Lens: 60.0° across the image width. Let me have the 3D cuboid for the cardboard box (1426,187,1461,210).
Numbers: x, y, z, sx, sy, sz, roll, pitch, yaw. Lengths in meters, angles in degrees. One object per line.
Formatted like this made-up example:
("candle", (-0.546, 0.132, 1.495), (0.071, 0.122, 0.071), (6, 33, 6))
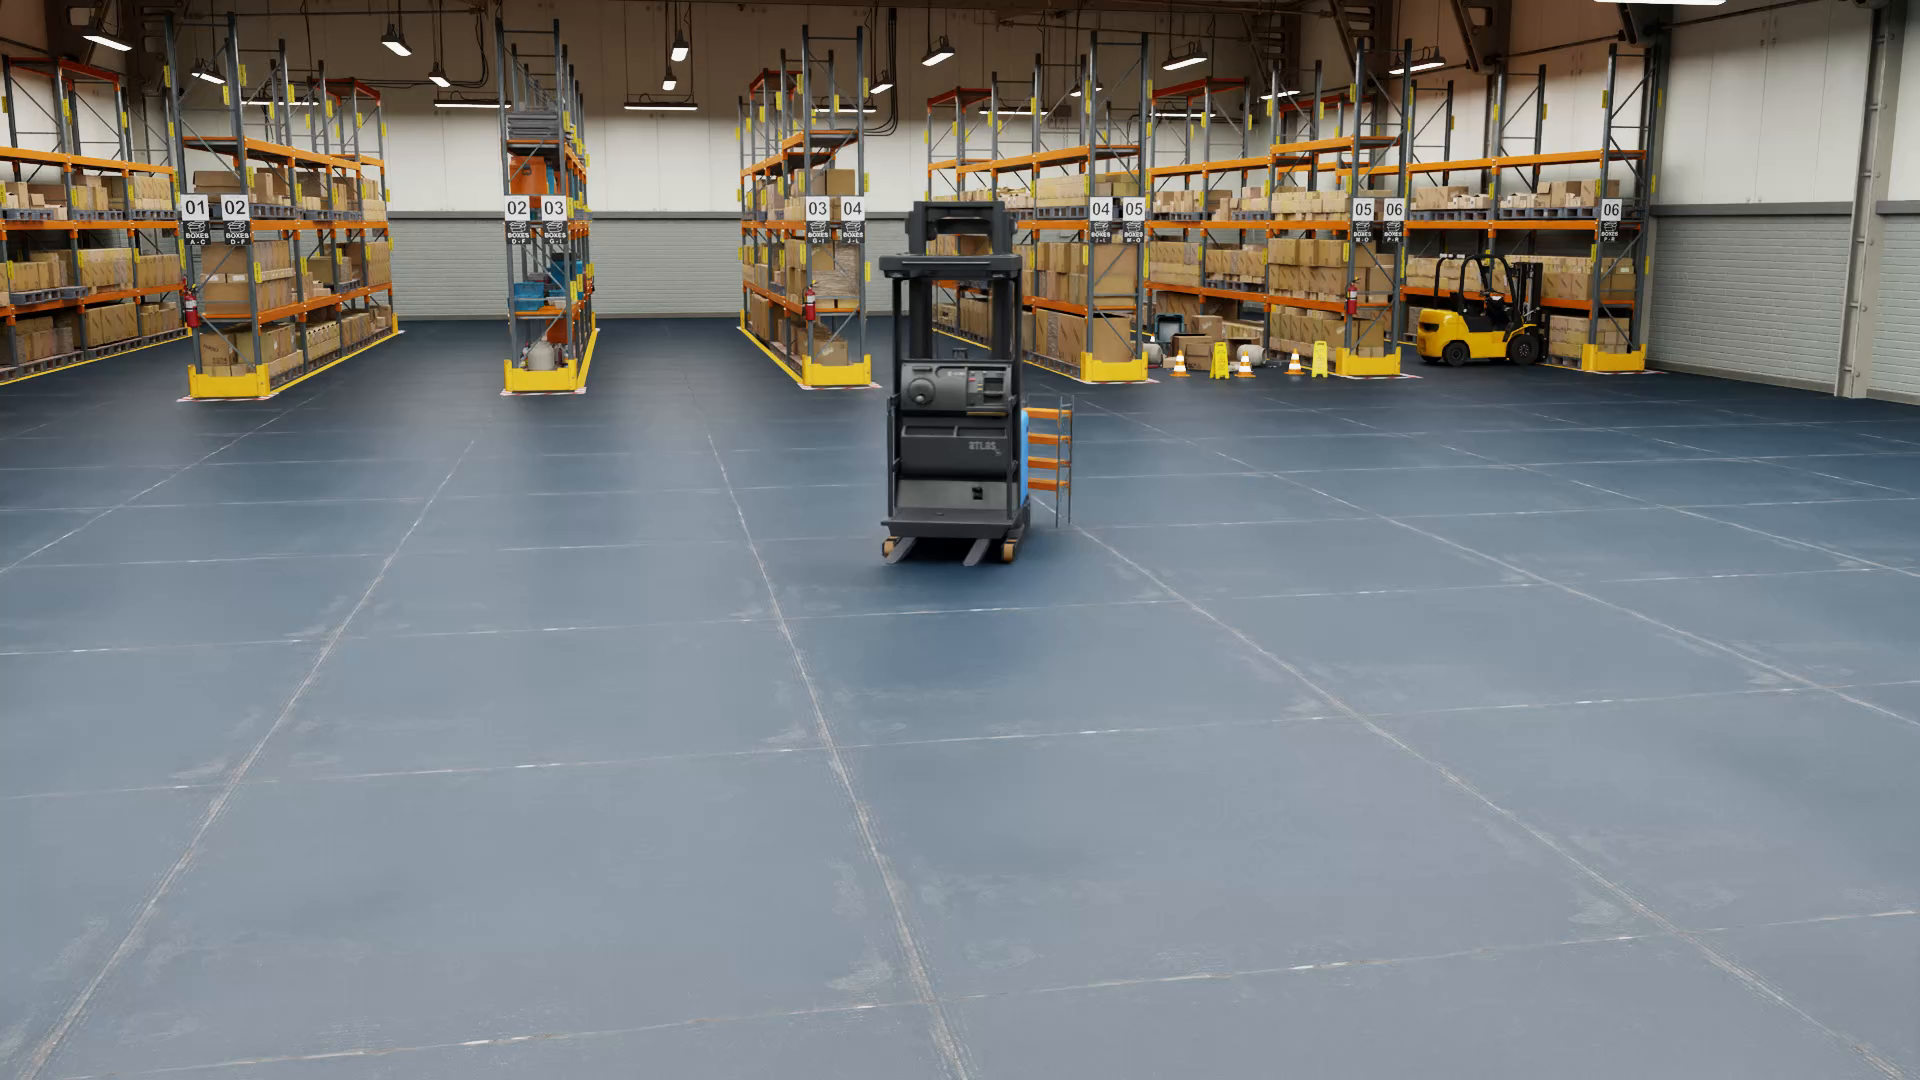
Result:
("cardboard box", (10.997, -7.738, 37.647), (0.700, 0.500, 0.500), (-2, 11, -12))

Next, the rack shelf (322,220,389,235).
("rack shelf", (-14.575, -7.510, 40.031), (1.077, 0.370, 4.000), (-2, 11, -11))

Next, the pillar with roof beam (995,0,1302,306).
("pillar with roof beam", (5.480, -10.975, 48.293), (9.100, 9.000, 0.548), (-2, 11, -11))

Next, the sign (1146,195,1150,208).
("sign", (4.709, -8.489, 41.656), (0.100, 0.325, 0.005), (-2, 11, -11))

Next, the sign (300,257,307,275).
("sign", (-12.086, -5.040, 30.627), (0.100, 0.325, 0.005), (-2, 11, -11))

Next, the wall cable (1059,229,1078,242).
("wall cable", (3.355, -9.024, 51.285), (0.585, 1.953, 0.123), (-2, 11, -11))

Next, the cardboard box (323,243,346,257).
("cardboard box", (-14.538, -6.646, 38.652), (0.500, 0.500, 0.500), (-2, 11, -11))

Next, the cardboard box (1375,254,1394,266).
("cardboard box", (10.400, -6.740, 40.686), (0.797, 0.503, 0.637), (-2, 11, -12))

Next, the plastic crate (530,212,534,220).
("plastic crate", (-7.658, -5.806, 29.198), (0.392, 0.384, 0.575), (-2, 11, -11))

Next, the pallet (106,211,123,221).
("pallet", (-18.817, -7.055, 36.230), (0.805, 0.209, 1.217), (-3, 11, -13))

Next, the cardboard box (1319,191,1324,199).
("cardboard box", (7.087, -6.572, 31.721), (0.380, 0.149, 0.250), (-2, 11, -13))

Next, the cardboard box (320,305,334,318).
("cardboard box", (-14.038, -5.006, 36.480), (0.500, 0.250, 0.500), (-2, 11, -12))

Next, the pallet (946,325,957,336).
("pallet", (0.252, -5.296, 41.958), (1.003, 0.211, 1.213), (-2, 11, -11))

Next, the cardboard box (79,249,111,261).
("cardboard box", (-18.413, -6.058, 35.380), (0.500, 0.250, 0.500), (-2, 11, -12))

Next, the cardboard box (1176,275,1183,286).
("cardboard box", (5.481, -6.205, 39.674), (0.500, 0.250, 0.500), (-2, 11, -12))

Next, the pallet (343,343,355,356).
("pallet", (-13.516, -4.058, 35.450), (1.003, 0.211, 1.213), (-2, 11, -11))

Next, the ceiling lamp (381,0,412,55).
("ceiling lamp", (-9.952, -10.443, 29.885), (0.800, 3.185, 2.000), (-2, 11, -11))

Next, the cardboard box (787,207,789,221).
("cardboard box", (-2.968, -6.126, 31.239), (0.500, 0.250, 0.500), (-2, 11, -12))

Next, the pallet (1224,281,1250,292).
("pallet", (6.456, -5.553, 36.363), (1.003, 0.211, 1.213), (-2, 11, -11))

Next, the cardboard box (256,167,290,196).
("cardboard box", (-12.711, -6.645, 30.834), (0.500, 0.500, 0.500), (-2, 11, -10))

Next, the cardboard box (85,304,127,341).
("cardboard box", (-18.614, -4.715, 36.071), (0.750, 0.750, 0.750), (-2, 11, -9))

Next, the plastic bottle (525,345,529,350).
("plastic bottle", (-7.901, -3.374, 30.309), (0.144, 0.351, 0.185), (-2, 11, -11))

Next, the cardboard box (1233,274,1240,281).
("cardboard box", (6.179, -5.727, 36.314), (0.380, 0.149, 0.250), (-2, 11, -9))

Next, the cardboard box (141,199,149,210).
("cardboard box", (-19.005, -7.727, 38.262), (0.500, 0.250, 0.500), (-2, 11, -12))

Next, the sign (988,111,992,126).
("sign", (0.665, -9.234, 36.433), (0.100, 0.325, 0.005), (-2, 11, -11))

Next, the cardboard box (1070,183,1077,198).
("cardboard box", (2.285, -6.316, 30.051), (0.500, 0.250, 0.500), (-2, 11, -11))

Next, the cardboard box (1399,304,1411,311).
("cardboard box", (10.555, -5.569, 39.758), (0.380, 0.149, 0.250), (-3, 11, -14))

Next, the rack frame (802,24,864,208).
("rack frame", (-2.134, -7.128, 28.082), (1.000, 3.000, 0.127), (-2, 11, -11))

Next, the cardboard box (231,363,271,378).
("cardboard box", (-11.738, -2.784, 27.531), (0.500, 0.250, 0.500), (-2, 11, -11))

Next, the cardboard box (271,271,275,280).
("cardboard box", (-12.015, -4.551, 28.584), (0.380, 0.149, 0.250), (-2, 11, -10))

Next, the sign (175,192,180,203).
("sign", (-19.287, -8.462, 40.956), (0.100, 0.325, 0.005), (-2, 11, -11))

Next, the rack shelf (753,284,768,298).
("rack shelf", (-4.079, -5.662, 38.346), (1.077, 0.370, 4.000), (-2, 11, -11))

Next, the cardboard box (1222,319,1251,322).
("cardboard box", (6.131, -4.820, 37.905), (0.950, 0.372, 0.625), (-3, 11, -15))

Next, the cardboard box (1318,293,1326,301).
("cardboard box", (7.038, -4.616, 31.596), (0.380, 0.149, 0.250), (-2, 11, -10))

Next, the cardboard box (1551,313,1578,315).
("cardboard box", (12.267, -4.443, 33.572), (0.500, 0.250, 0.500), (-2, 11, -12))

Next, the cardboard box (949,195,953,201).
("cardboard box", (-0.062, -8.524, 41.435), (0.380, 0.149, 0.250), (-2, 11, -11))

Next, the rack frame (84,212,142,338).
("rack frame", (-19.044, -5.842, 37.367), (1.000, 3.000, 0.127), (-2, 11, -11))

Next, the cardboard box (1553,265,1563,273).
("cardboard box", (11.908, -5.333, 32.691), (0.380, 0.149, 0.250), (-2, 11, -13))

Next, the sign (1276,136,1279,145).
("sign", (8.811, -11.083, 46.147), (0.100, 0.325, 0.005), (-2, 11, -11))

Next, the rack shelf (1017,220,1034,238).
("rack shelf", (1.584, -6.564, 35.062), (1.077, 0.370, 4.000), (-2, 11, -11))

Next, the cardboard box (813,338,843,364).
("cardboard box", (-2.389, -3.383, 30.012), (0.500, 0.500, 0.500), (1, 11, 4))

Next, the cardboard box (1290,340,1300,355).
("cardboard box", (6.880, -3.818, 32.966), (0.500, 0.250, 0.500), (-2, 11, -12))

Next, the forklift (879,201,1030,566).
("forklift", (-0.055, -1.317, 13.777), (1.130, 2.935, 3.031), (1, 11, 7))

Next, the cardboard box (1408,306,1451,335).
("cardboard box", (11.007, -5.115, 38.776), (0.875, 0.625, 0.625), (-2, 11, -9))

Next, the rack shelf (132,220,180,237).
("rack shelf", (-19.433, -7.329, 39.081), (1.077, 0.370, 4.000), (-2, 11, -11))

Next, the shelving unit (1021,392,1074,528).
("shelving unit", (0.761, -0.747, 15.393), (0.503, 1.200, 0.258), (7, 11, 33))

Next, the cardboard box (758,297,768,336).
("cardboard box", (-3.969, -5.102, 38.041), (1.225, 0.875, 0.875), (-2, 11, -11))

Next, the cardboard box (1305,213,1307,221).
("cardboard box", (6.929, -6.276, 32.298), (0.380, 0.149, 0.250), (-2, 11, -11))

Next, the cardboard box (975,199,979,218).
("cardboard box", (0.632, -7.612, 38.376), (0.500, 0.500, 0.500), (-2, 11, -11))

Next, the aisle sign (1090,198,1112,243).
("aisle sign", (2.471, -5.596, 29.124), (0.394, 0.787, 0.004), (-2, 11, -11))

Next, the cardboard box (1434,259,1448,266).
("cardboard box", (10.934, -6.252, 37.522), (0.380, 0.149, 0.250), (-2, 11, -10))

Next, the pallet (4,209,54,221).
("pallet", (-17.708, -6.063, 31.009), (1.213, 0.211, 1.003), (-2, 11, -11))
